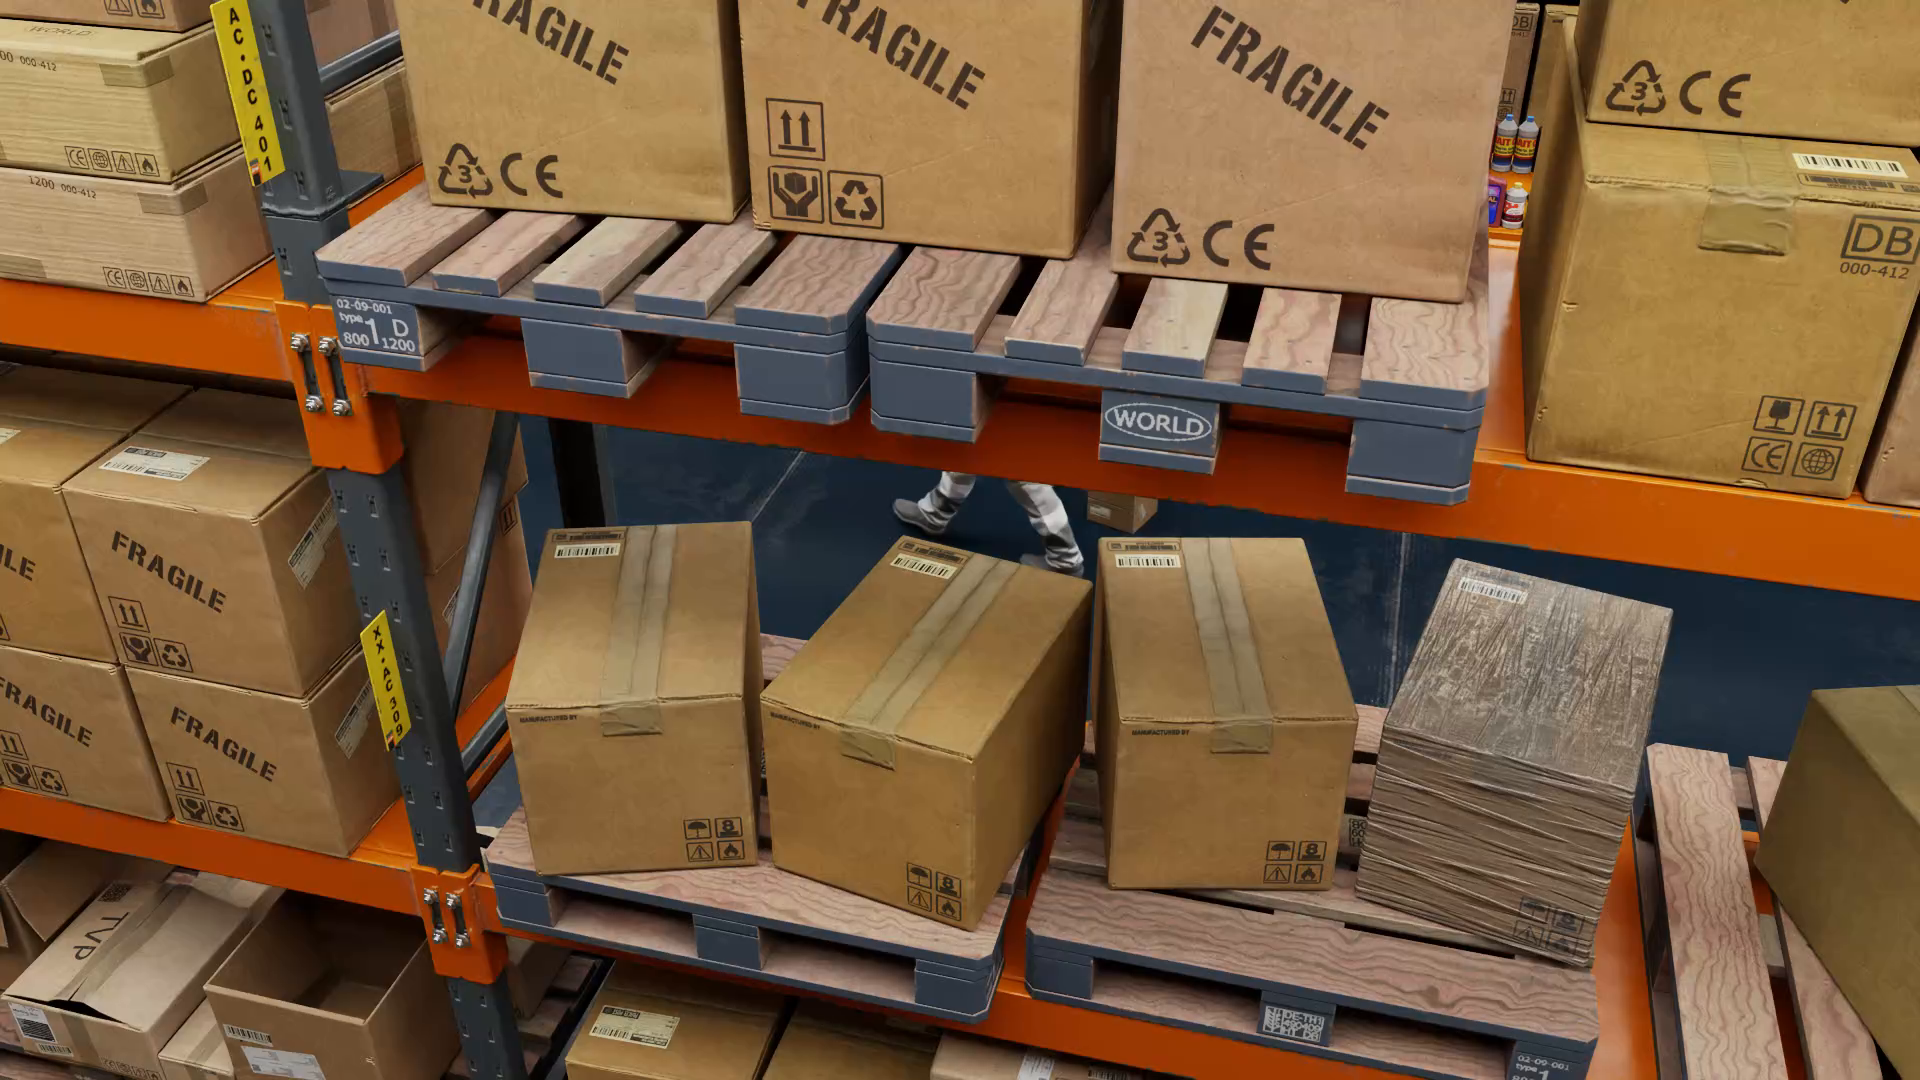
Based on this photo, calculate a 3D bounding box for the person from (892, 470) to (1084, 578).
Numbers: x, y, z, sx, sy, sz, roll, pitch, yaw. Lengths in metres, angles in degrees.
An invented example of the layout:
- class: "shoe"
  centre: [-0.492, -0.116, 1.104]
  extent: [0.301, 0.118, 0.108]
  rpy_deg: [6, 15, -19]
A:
- class: "person"
  centre: [0.091, -0.656, 7.123]
  extent: [1.001, 1.731, 0.552]
  rpy_deg: [10, 34, 15]
